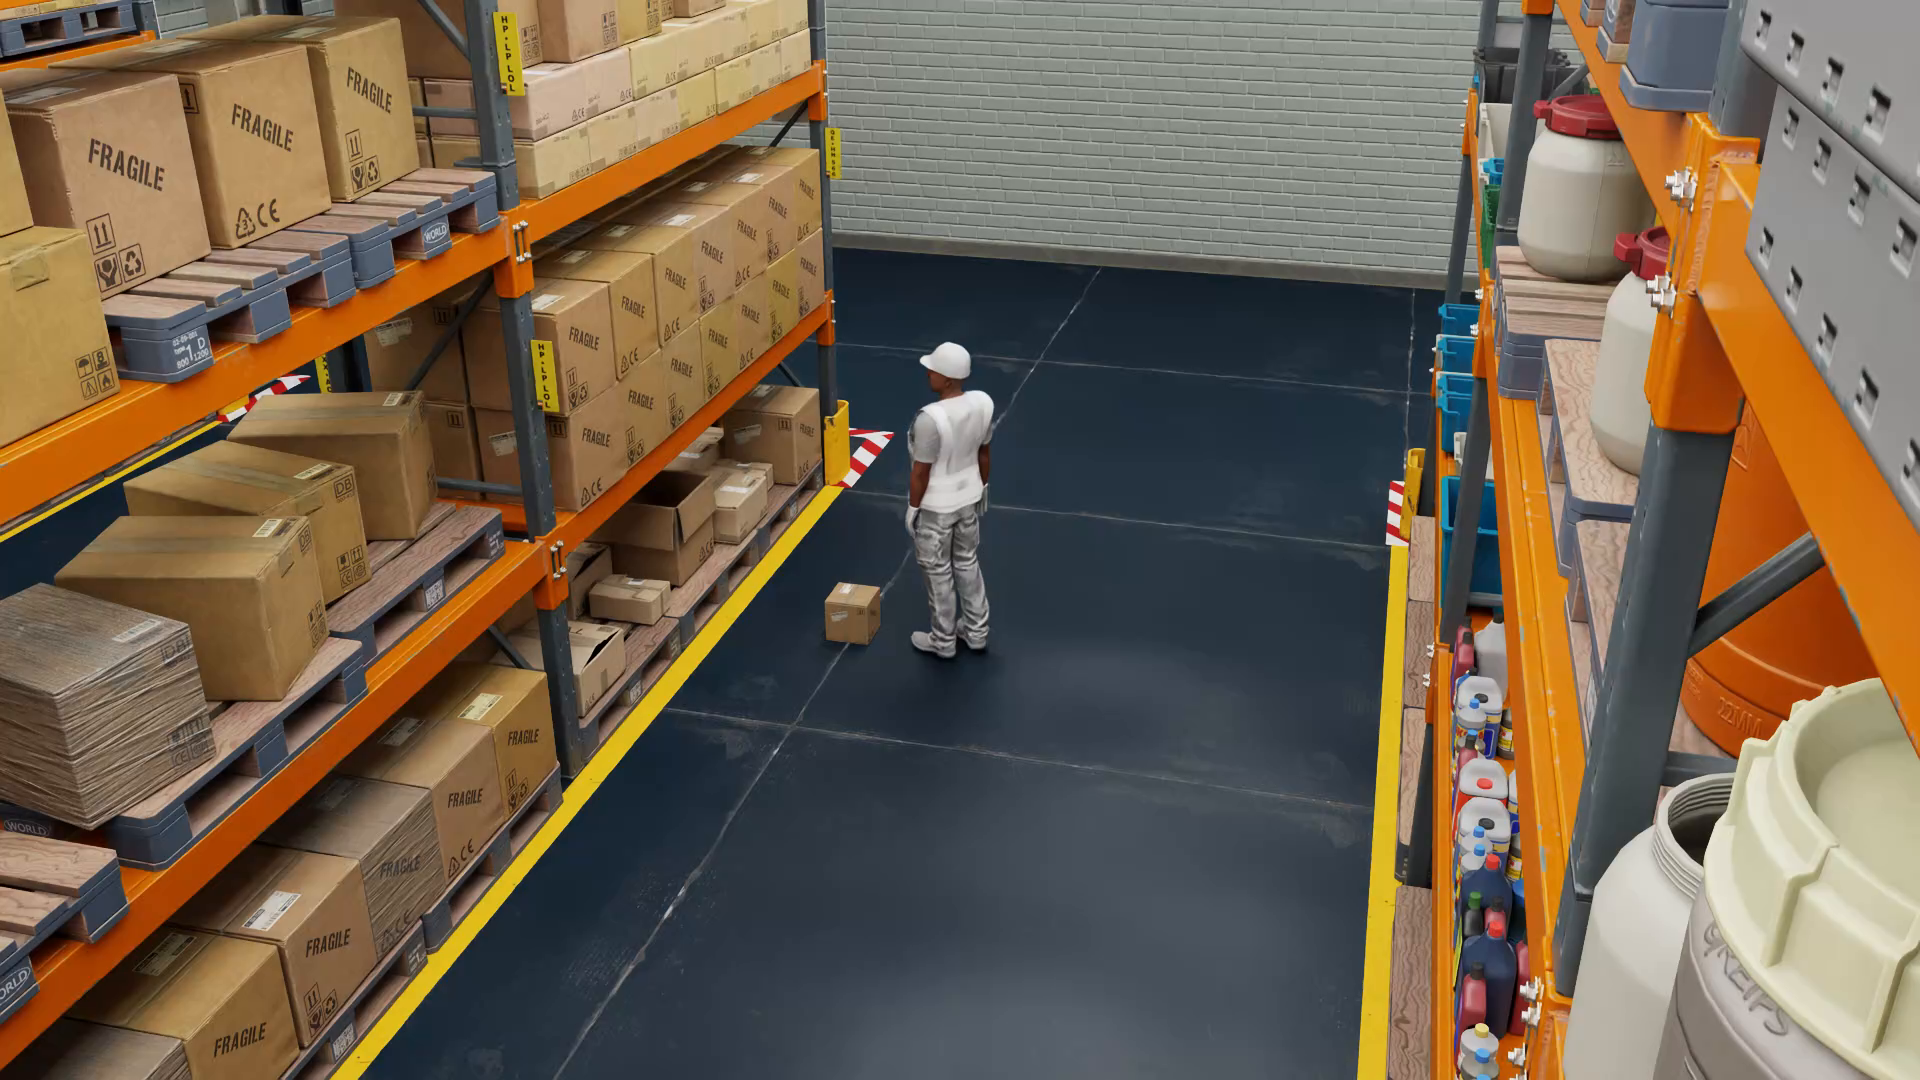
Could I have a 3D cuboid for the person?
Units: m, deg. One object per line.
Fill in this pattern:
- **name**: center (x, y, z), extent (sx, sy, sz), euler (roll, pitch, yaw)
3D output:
- **person**: center (-0.060, -0.217, 9.003), extent (0.381, 1.783, 0.575), euler (21, 32, 38)
